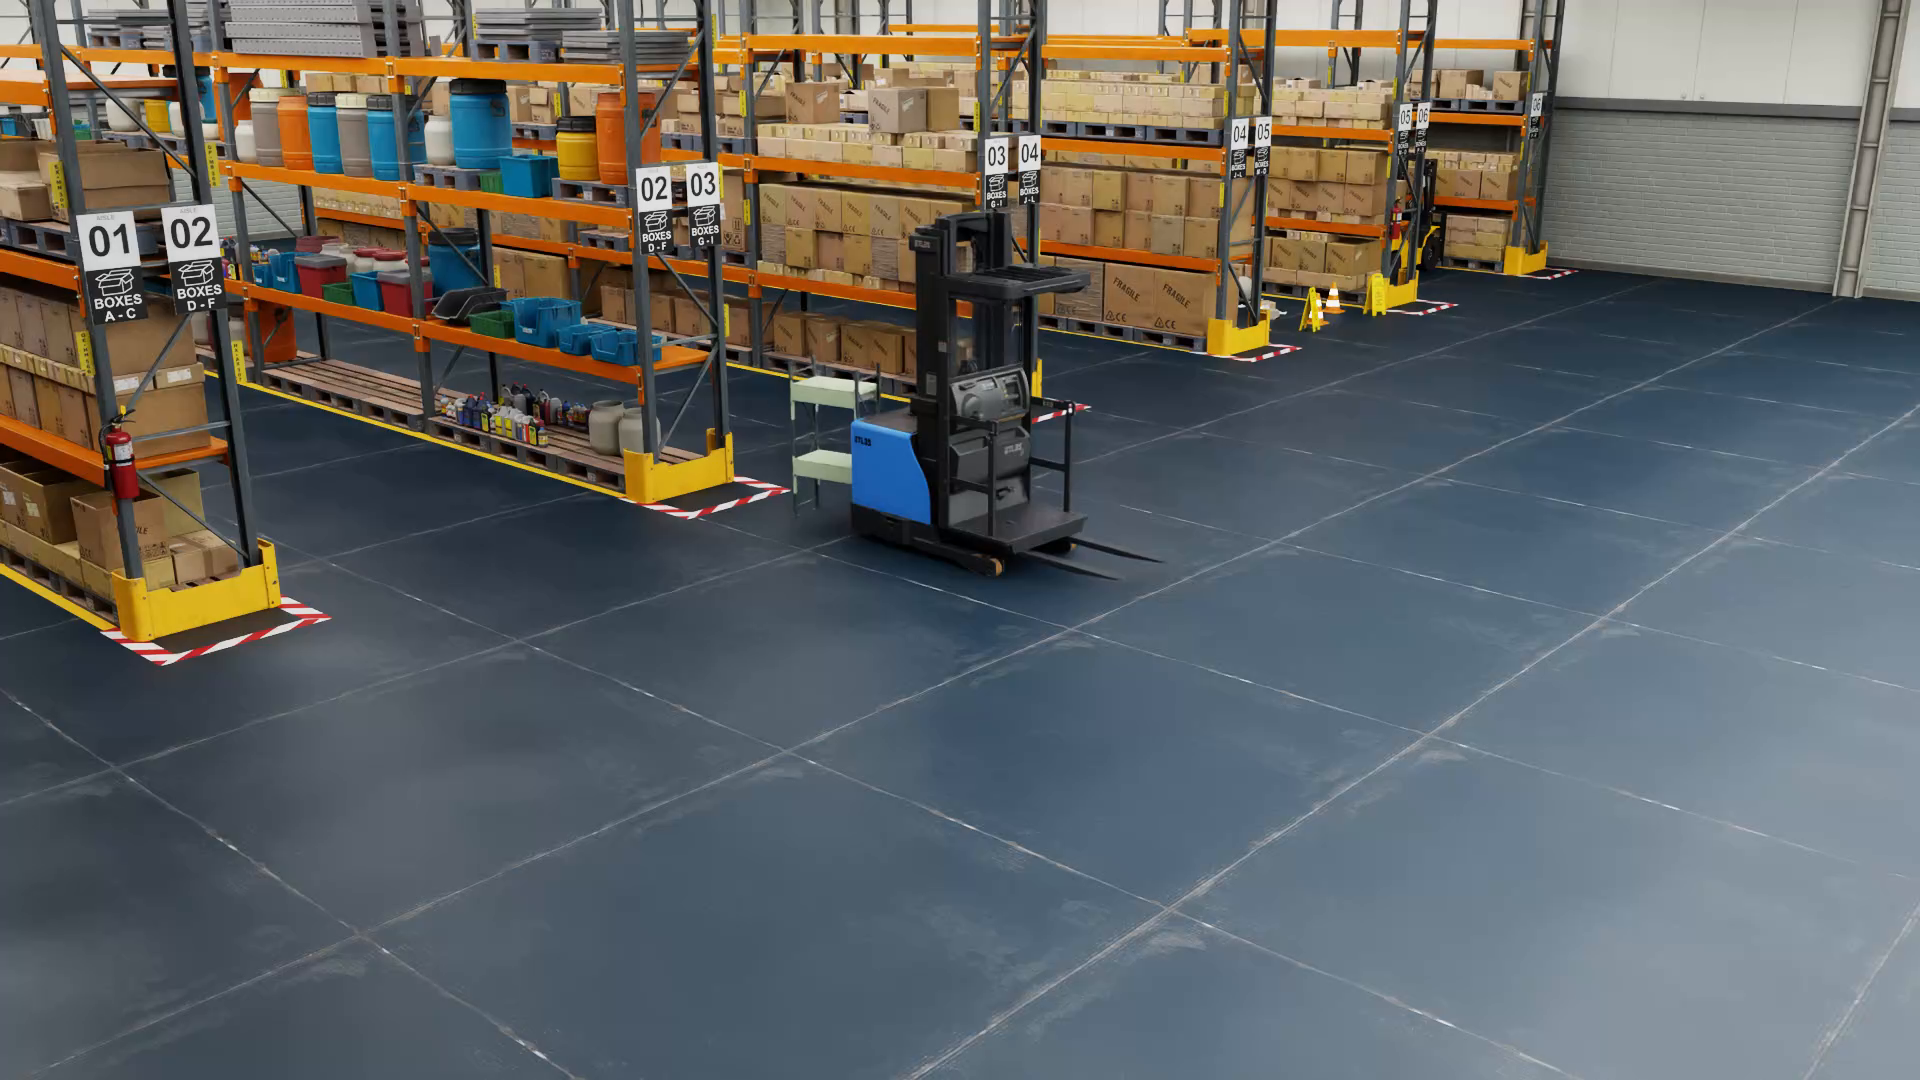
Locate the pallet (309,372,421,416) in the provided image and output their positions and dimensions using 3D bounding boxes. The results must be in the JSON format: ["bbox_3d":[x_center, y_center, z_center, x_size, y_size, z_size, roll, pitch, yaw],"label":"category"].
[{"bbox_3d":[-7.236,-1.803,20.443,1.213,0.211,1.003,15,23,39],"label":"pallet"}]

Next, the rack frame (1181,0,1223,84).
[{"bbox_3d":[4.159,-8.960,28.469,0.127,3.000,1.000,15,23,39],"label":"rack frame"}]

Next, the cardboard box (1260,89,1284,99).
[{"bbox_3d":[5.188,-7.405,27.623,0.250,0.149,0.380,15,23,38],"label":"cardboard box"}]

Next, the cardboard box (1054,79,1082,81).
[{"bbox_3d":[1.623,-6.846,25.004,0.250,0.149,0.380,15,23,39],"label":"cardboard box"}]

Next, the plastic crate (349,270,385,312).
[{"bbox_3d":[-6.738,-2.882,19.259,0.575,0.384,0.392,15,23,39],"label":"plastic crate"}]

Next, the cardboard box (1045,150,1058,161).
[{"bbox_3d":[1.745,-7.048,31.009,0.500,0.500,0.500,17,24,42],"label":"cardboard box"}]

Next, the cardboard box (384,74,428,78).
[{"bbox_3d":[-9.101,-7.738,27.311,0.500,0.250,0.500,13,22,36],"label":"cardboard box"}]

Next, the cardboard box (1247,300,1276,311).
[{"bbox_3d":[4.830,-3.745,26.666,0.380,0.149,0.250,-6,18,-18],"label":"cardboard box"}]

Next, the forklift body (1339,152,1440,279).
[{"bbox_3d":[7.814,-5.985,30.414,1.214,2.155,2.313,15,23,39],"label":"forklift body"}]

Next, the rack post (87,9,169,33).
[{"bbox_3d":[-11.081,-6.992,22.390,0.954,0.300,0.937,14,23,38],"label":"rack post"}]

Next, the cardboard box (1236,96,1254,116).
[{"bbox_3d":[3.750,-6.060,23.186,0.500,0.250,0.500,15,23,39],"label":"cardboard box"}]

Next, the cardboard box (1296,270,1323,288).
[{"bbox_3d":[5.985,-4.394,27.851,0.500,0.250,0.500,15,23,39],"label":"cardboard box"}]

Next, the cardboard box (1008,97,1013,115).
[{"bbox_3d":[0.663,-6.752,25.831,0.396,0.266,0.258,15,23,38],"label":"cardboard box"}]

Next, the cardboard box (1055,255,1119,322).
[{"bbox_3d":[2.050,-3.826,25.026,0.875,0.875,0.875,15,23,40],"label":"cardboard box"}]

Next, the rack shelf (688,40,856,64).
[{"bbox_3d":[-3.539,-8.491,28.841,4.000,0.370,1.077,15,23,39],"label":"rack shelf"}]

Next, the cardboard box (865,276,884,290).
[{"bbox_3d":[-0.969,-3.224,20.726,0.250,0.149,0.380,15,23,39],"label":"cardboard box"}]

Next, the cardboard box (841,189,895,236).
[{"bbox_3d":[-1.121,-4.078,20.694,0.500,0.500,0.500,15,23,39],"label":"cardboard box"}]

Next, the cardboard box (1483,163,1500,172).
[{"bbox_3d":[9.787,-6.829,30.433,0.250,0.149,0.380,16,23,40],"label":"cardboard box"}]

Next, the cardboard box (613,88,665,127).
[{"bbox_3d":[-4.472,-6.023,23.180,0.500,0.500,0.500,14,22,38],"label":"cardboard box"}]

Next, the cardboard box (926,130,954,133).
[{"bbox_3d":[-0.215,-4.929,20.313,0.250,0.149,0.380,15,23,39],"label":"cardboard box"}]

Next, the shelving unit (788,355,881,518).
[{"bbox_3d":[-1.157,-0.922,15.537,0.755,1.500,0.431,10,20,29],"label":"shelving unit"}]

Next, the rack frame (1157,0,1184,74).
[{"bbox_3d":[4.459,-10.887,34.540,0.127,3.000,1.000,15,23,39],"label":"rack frame"}]

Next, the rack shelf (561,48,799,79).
[{"bbox_3d":[-3.915,-6.586,22.839,4.000,0.370,1.077,15,23,39],"label":"rack shelf"}]

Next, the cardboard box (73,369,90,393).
[{"bbox_3d":[-6.614,-1.258,12.878,0.250,0.149,0.380,16,23,41],"label":"cardboard box"}]

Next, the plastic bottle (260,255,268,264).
[{"bbox_3d":[-9.222,-3.667,22.037,0.097,0.201,0.097,0,18,0],"label":"plastic bottle"}]

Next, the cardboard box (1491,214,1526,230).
[{"bbox_3d":[10.209,-5.927,31.027,0.500,0.250,0.500,15,23,38],"label":"cardboard box"}]

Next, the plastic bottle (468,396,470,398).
[{"bbox_3d":[-5.429,-1.455,18.502,0.133,0.283,0.061,15,23,39],"label":"plastic bottle"}]

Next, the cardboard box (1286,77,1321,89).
[{"bbox_3d":[6.748,-8.950,32.683,0.500,0.311,0.500,14,22,38],"label":"cardboard box"}]

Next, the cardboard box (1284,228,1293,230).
[{"bbox_3d":[7.053,-6.395,33.535,0.625,0.625,0.875,16,24,42],"label":"cardboard box"}]

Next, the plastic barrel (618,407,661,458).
[{"bbox_3d":[-3.258,-1.064,16.925,0.421,0.512,0.421,0,18,0],"label":"plastic barrel"}]

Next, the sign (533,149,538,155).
[{"bbox_3d":[-8.386,-7.660,32.858,0.005,0.325,0.100,15,23,39],"label":"sign"}]

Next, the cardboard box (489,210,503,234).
[{"bbox_3d":[-7.084,-5.060,25.931,0.500,0.500,0.500,16,23,40],"label":"cardboard box"}]

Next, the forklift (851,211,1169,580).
[{"bbox_3d":[0.416,-1.253,14.213,3.031,2.935,1.130,16,24,41],"label":"forklift"}]

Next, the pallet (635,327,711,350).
[{"bbox_3d":[-3.919,-2.930,23.997,1.213,0.211,1.003,15,23,39],"label":"pallet"}]

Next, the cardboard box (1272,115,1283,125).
[{"bbox_3d":[5.384,-6.982,27.611,0.250,0.149,0.380,15,23,40],"label":"cardboard box"}]

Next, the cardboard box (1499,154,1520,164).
[{"bbox_3d":[10.035,-6.944,30.305,0.250,0.149,0.380,15,23,39],"label":"cardboard box"}]

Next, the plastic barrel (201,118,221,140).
[{"bbox_3d":[-9.597,-5.287,21.389,0.301,0.262,0.301,0,18,0],"label":"plastic barrel"}]

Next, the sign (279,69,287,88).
[{"bbox_3d":[-11.767,-8.028,28.914,0.005,0.325,0.100,15,23,39],"label":"sign"}]

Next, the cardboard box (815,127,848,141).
[{"bbox_3d":[-1.594,-5.062,20.733,0.250,0.149,0.380,14,23,38],"label":"cardboard box"}]

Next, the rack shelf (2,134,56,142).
[{"bbox_3d":[-13.186,-5.833,24.762,4.000,0.370,1.077,15,23,39],"label":"rack shelf"}]

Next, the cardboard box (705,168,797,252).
[{"bbox_3d":[-2.920,-4.536,22.760,1.000,1.000,1.000,15,23,40],"label":"cardboard box"}]

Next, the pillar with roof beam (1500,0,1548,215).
[{"bbox_3d":[7.663,-8.651,27.493,0.400,9.000,9.100,15,23,39],"label":"pillar with roof beam"}]

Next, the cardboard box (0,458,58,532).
[{"bbox_3d":[-7.735,-0.401,14.027,0.500,0.500,0.500,15,23,39],"label":"cardboard box"}]

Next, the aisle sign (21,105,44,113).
[{"bbox_3d":[-14.541,-6.467,26.234,0.004,0.787,0.394,15,23,39],"label":"aisle sign"}]

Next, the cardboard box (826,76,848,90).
[{"bbox_3d":[-2.515,-9.376,34.102,0.258,0.266,0.396,16,24,41],"label":"cardboard box"}]

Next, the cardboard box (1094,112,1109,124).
[{"bbox_3d":[2.133,-6.063,23.854,0.250,0.149,0.380,15,23,40],"label":"cardboard box"}]

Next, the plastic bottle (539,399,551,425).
[{"bbox_3d":[-4.600,-1.428,18.415,0.133,0.283,0.061,15,23,39],"label":"plastic bottle"}]

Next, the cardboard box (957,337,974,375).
[{"bbox_3d":[0.117,-2.193,20.502,0.500,0.500,0.500,-13,22,-36],"label":"cardboard box"}]

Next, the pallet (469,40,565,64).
[{"bbox_3d":[-4.155,-4.913,16.689,1.213,0.211,1.003,15,23,39],"label":"pallet"}]

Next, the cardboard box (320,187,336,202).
[{"bbox_3d":[-10.821,-6.078,29.061,0.500,0.250,0.500,15,23,39],"label":"cardboard box"}]

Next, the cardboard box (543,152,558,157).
[{"bbox_3d":[-7.874,-7.407,32.834,0.500,0.500,0.500,16,24,42],"label":"cardboard box"}]
